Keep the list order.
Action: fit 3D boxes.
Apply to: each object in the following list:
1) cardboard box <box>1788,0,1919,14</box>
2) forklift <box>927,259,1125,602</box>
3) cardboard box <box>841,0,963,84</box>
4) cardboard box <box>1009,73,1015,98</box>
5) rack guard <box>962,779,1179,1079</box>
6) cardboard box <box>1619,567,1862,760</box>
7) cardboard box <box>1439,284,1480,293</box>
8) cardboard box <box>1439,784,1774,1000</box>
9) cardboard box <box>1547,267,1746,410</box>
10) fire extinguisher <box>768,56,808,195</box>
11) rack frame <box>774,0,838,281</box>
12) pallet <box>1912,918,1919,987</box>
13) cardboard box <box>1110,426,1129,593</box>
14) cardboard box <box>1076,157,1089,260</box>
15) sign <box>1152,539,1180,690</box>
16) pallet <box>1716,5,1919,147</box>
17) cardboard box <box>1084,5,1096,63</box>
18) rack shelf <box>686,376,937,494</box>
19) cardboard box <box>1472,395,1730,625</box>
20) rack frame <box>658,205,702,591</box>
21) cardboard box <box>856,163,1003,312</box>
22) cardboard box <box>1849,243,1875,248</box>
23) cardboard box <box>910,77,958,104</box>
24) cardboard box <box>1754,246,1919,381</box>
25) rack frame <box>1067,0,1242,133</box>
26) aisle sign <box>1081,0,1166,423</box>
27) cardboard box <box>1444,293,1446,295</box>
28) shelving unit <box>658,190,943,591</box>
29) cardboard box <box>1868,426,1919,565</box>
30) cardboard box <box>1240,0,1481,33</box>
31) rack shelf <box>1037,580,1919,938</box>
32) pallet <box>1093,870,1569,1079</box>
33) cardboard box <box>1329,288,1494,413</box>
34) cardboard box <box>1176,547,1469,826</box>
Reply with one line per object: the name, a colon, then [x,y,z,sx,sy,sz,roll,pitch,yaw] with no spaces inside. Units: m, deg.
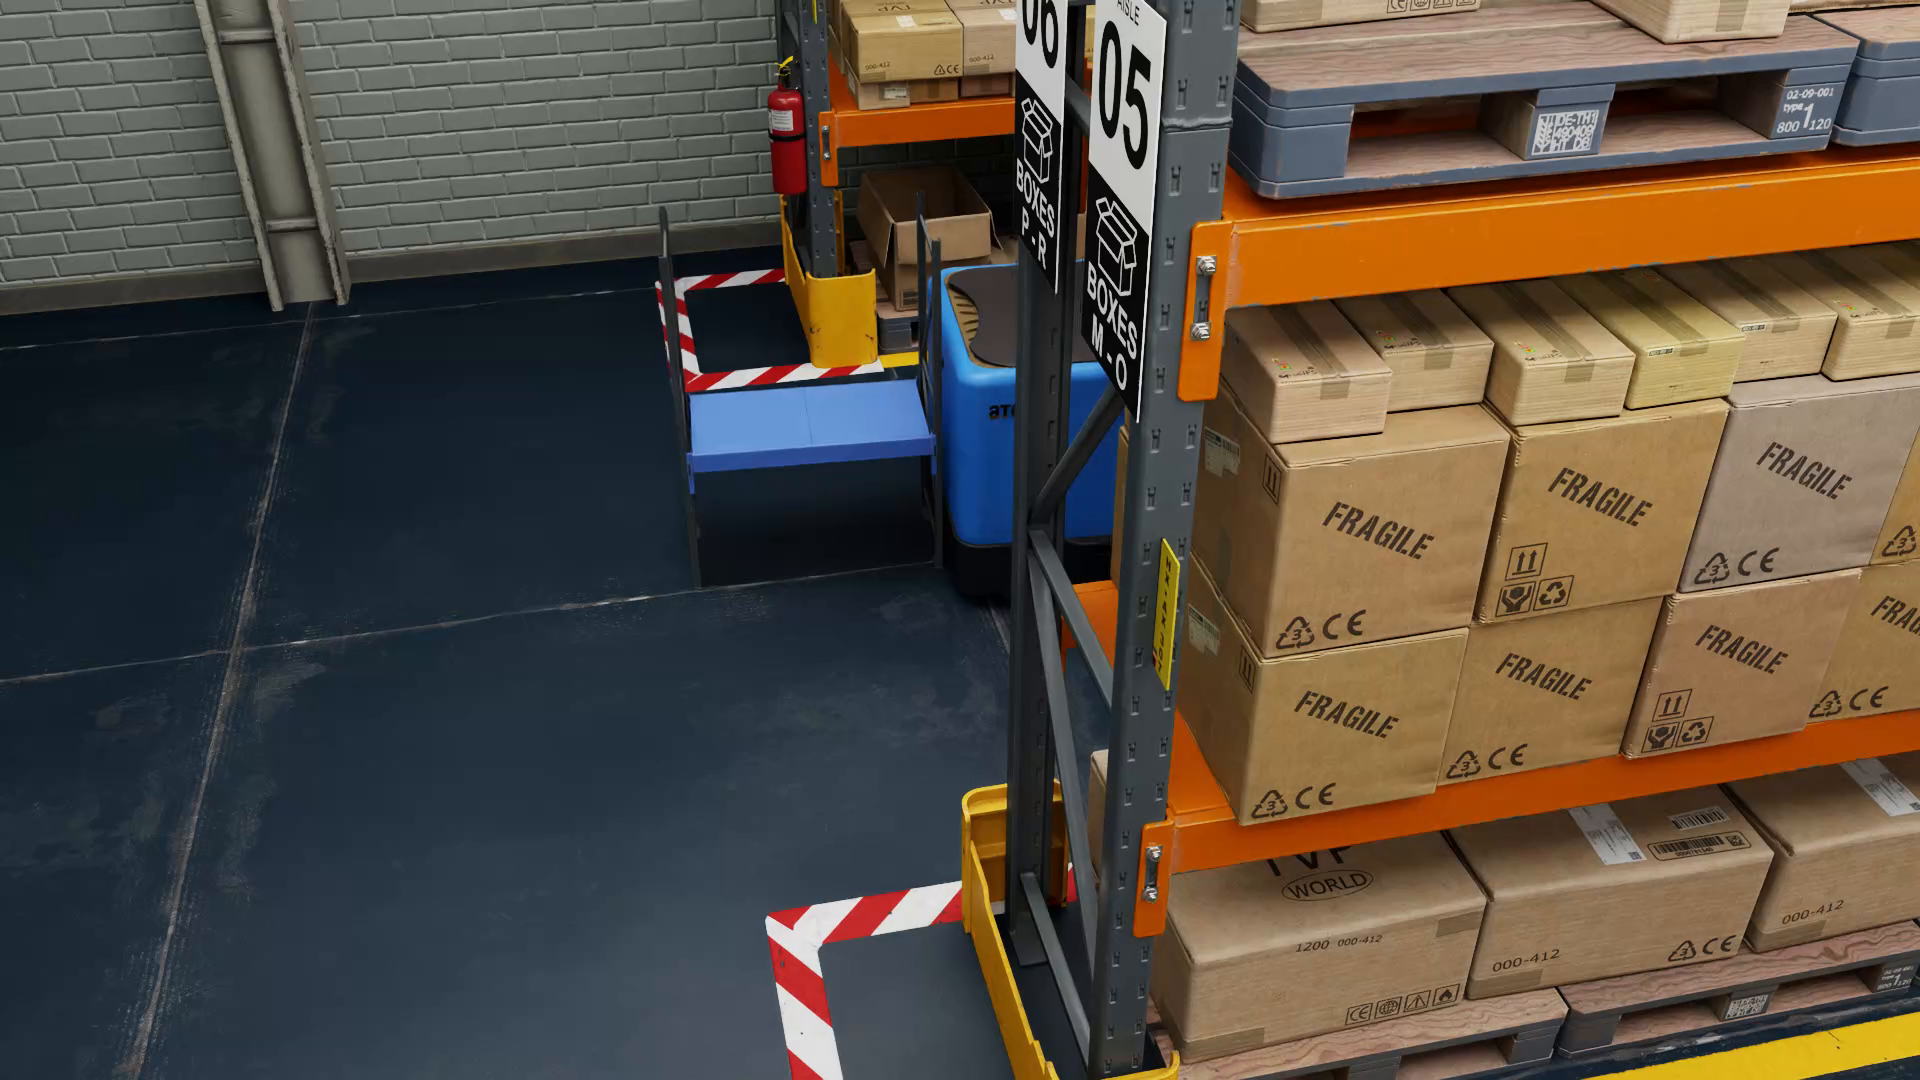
cardboard box: [1.784,-1.333,3.467,0.500,0.311,0.500,-7,34,-10]
forklift: [1.411,-1.335,6.608,3.031,2.935,1.130,-5,34,-7]
cardboard box: [-0.284,-2.420,8.032,0.500,0.250,0.500,-7,34,-10]
cardboard box: [0.342,-2.342,8.273,0.250,0.149,0.380,-6,34,-9]
rack guard: [0.289,1.289,4.881,0.348,0.500,1.175,-7,35,-11]
cardboard box: [1.832,0.173,4.210,0.500,0.500,0.500,-7,35,-11]
cardboard box: [1.094,-0.753,4.111,0.250,0.149,0.380,-8,35,-11]
cardboard box: [1.825,0.885,5.162,0.875,0.438,0.875,-6,34,-9]
cardboard box: [1.492,-0.454,3.665,0.250,0.149,0.380,-8,35,-12]
fire extinguisher: [-0.827,-1.993,7.932,0.183,0.674,0.296,-7,35,-11]
rack frame: [-0.786,-2.449,8.208,0.127,3.000,1.000,-7,35,-11]
pallet: [3.455,0.965,5.623,1.213,0.211,1.003,-7,35,-11]
cardboard box: [0.725,0.003,4.464,0.500,0.500,0.500,-7,34,-10]
cardboard box: [0.674,-1.693,8.948,0.500,0.500,0.700,-6,34,-9]
sign: [0.430,0.158,3.475,0.005,0.325,0.100,-7,35,-11]
pallet: [2.227,-1.210,3.748,1.213,0.211,1.003,-7,35,-11]
cardboard box: [0.702,-2.546,8.220,0.500,0.250,0.500,-8,35,-11]
rack shelf: [-0.626,-0.443,6.888,1.000,0.185,0.538,-5,34,-7]
cardboard box: [1.346,-0.180,3.840,0.500,0.500,0.500,-8,35,-12]
rack frame: [-1.129,-0.551,6.725,0.032,1.500,0.500,-5,34,-7]
cardboard box: [-0.168,-1.611,8.822,0.637,0.503,0.797,-9,35,-12]
cardboard box: [2.111,-0.840,4.240,0.250,0.149,0.380,-6,34,-9]
cardboard box: [-0.167,-2.293,8.200,0.250,0.149,0.380,-6,34,-9]
cardboard box: [1.989,-0.523,3.768,0.250,0.149,0.380,-7,34,-10]
rack frame: [0.313,-2.243,2.517,0.127,3.000,1.000,-7,35,-11]
aisle sign: [0.307,-0.665,3.216,0.004,0.787,0.394,-7,35,-11]
cardboard box: [1.234,-0.478,4.283,0.500,0.500,0.500,-7,35,-10]
shelving unit: [-0.626,-0.593,6.787,1.048,1.500,0.538,-5,34,-7]
cardboard box: [2.333,-0.310,4.032,0.500,0.500,0.500,-7,35,-10]
cardboard box: [0.732,-1.255,3.405,0.500,0.250,0.500,-10,35,-15]
rack shelf: [2.264,0.301,4.756,4.000,0.370,1.077,-7,35,-11]
pallet: [1.076,1.265,5.176,1.213,0.211,1.003,-7,35,-11]
cardboard box: [0.960,-0.442,3.648,0.250,0.149,0.380,-6,34,-9]
cardboard box: [0.844,0.303,4.016,0.500,0.500,0.500,-7,35,-11]
